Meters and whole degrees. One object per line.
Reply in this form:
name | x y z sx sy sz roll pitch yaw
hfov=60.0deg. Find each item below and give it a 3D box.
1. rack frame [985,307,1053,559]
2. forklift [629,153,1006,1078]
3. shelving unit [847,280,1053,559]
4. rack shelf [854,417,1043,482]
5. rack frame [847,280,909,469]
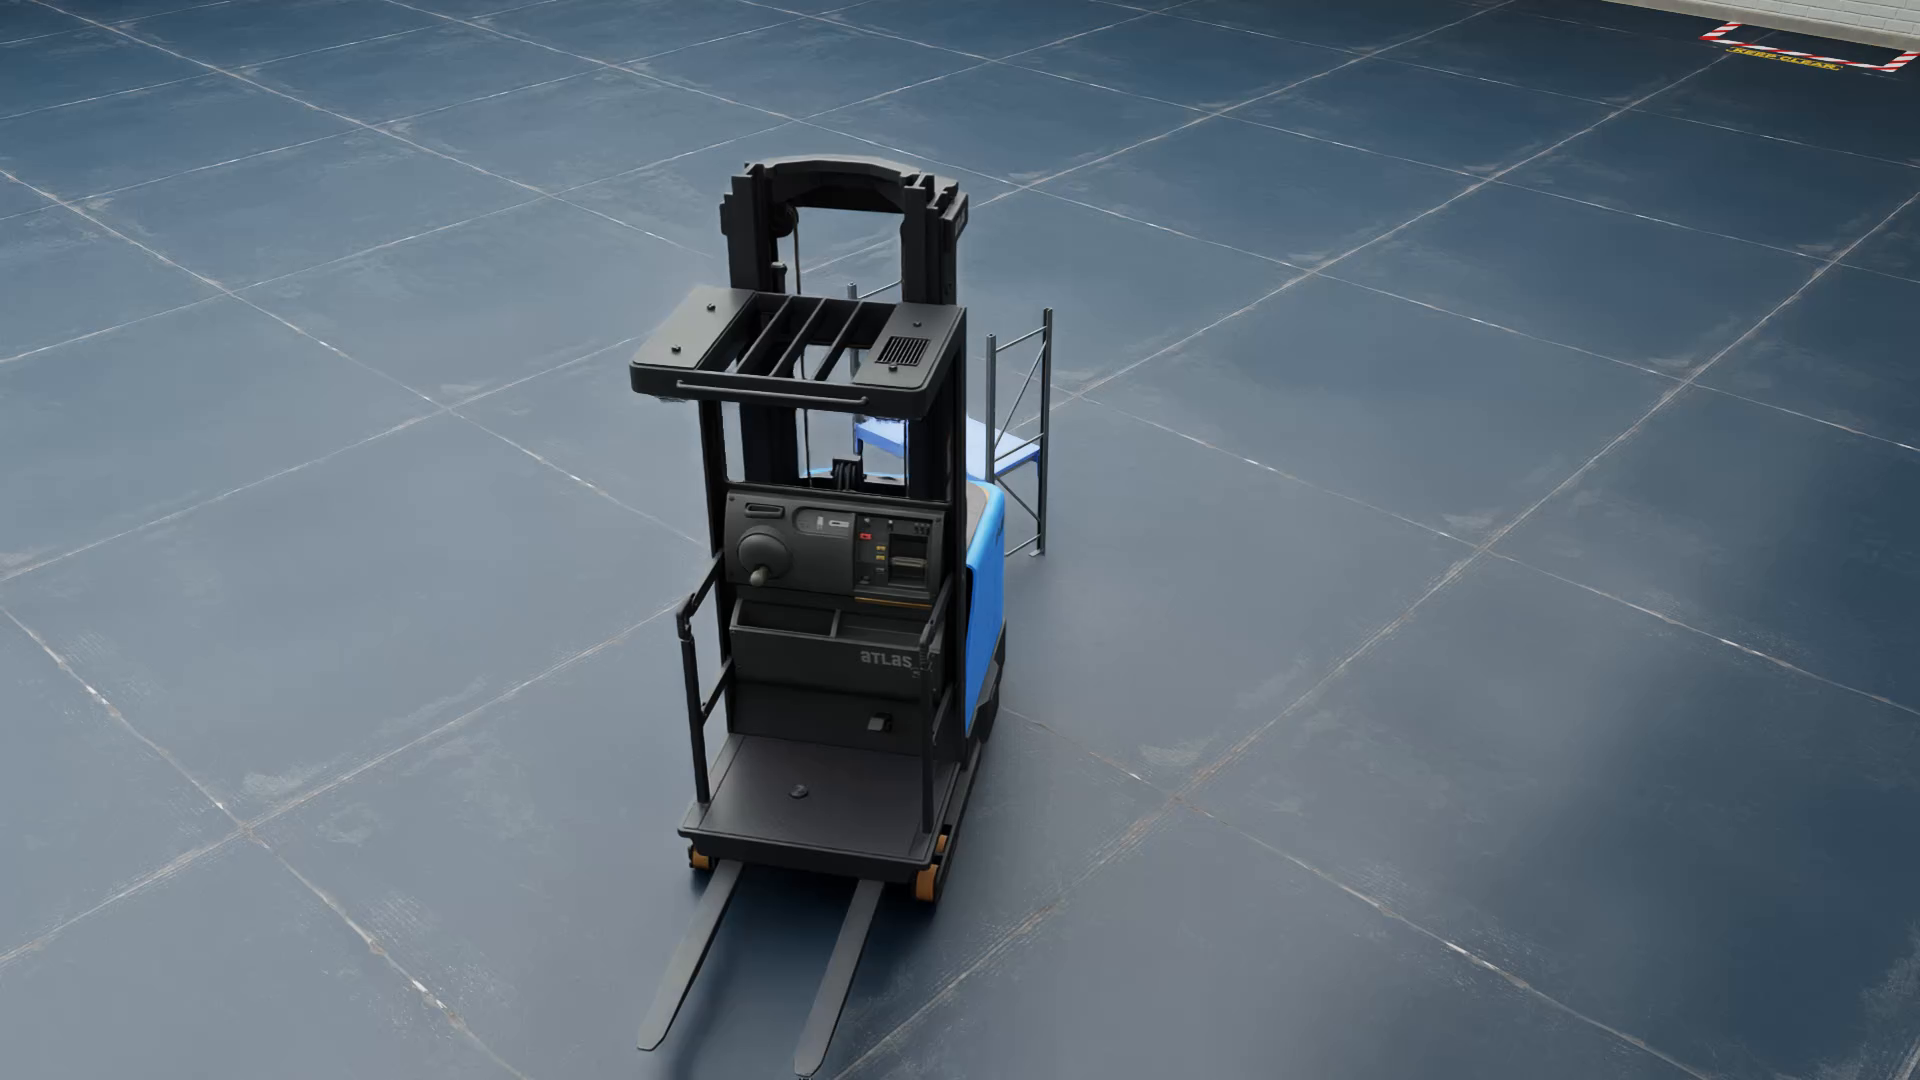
rack frame | 0.314 -0.496 9.064 0.032 1.500 0.500 25 39 35
forklift | -0.566 0.082 6.716 1.130 2.935 3.031 6 32 10
shelving unit | -0.063 -0.672 9.357 1.048 1.500 0.538 25 39 35
rack shelf | -0.063 -0.518 9.449 1.000 0.185 0.538 25 39 35
rack frame | -0.440 -0.848 9.649 0.032 1.500 0.500 25 39 35
